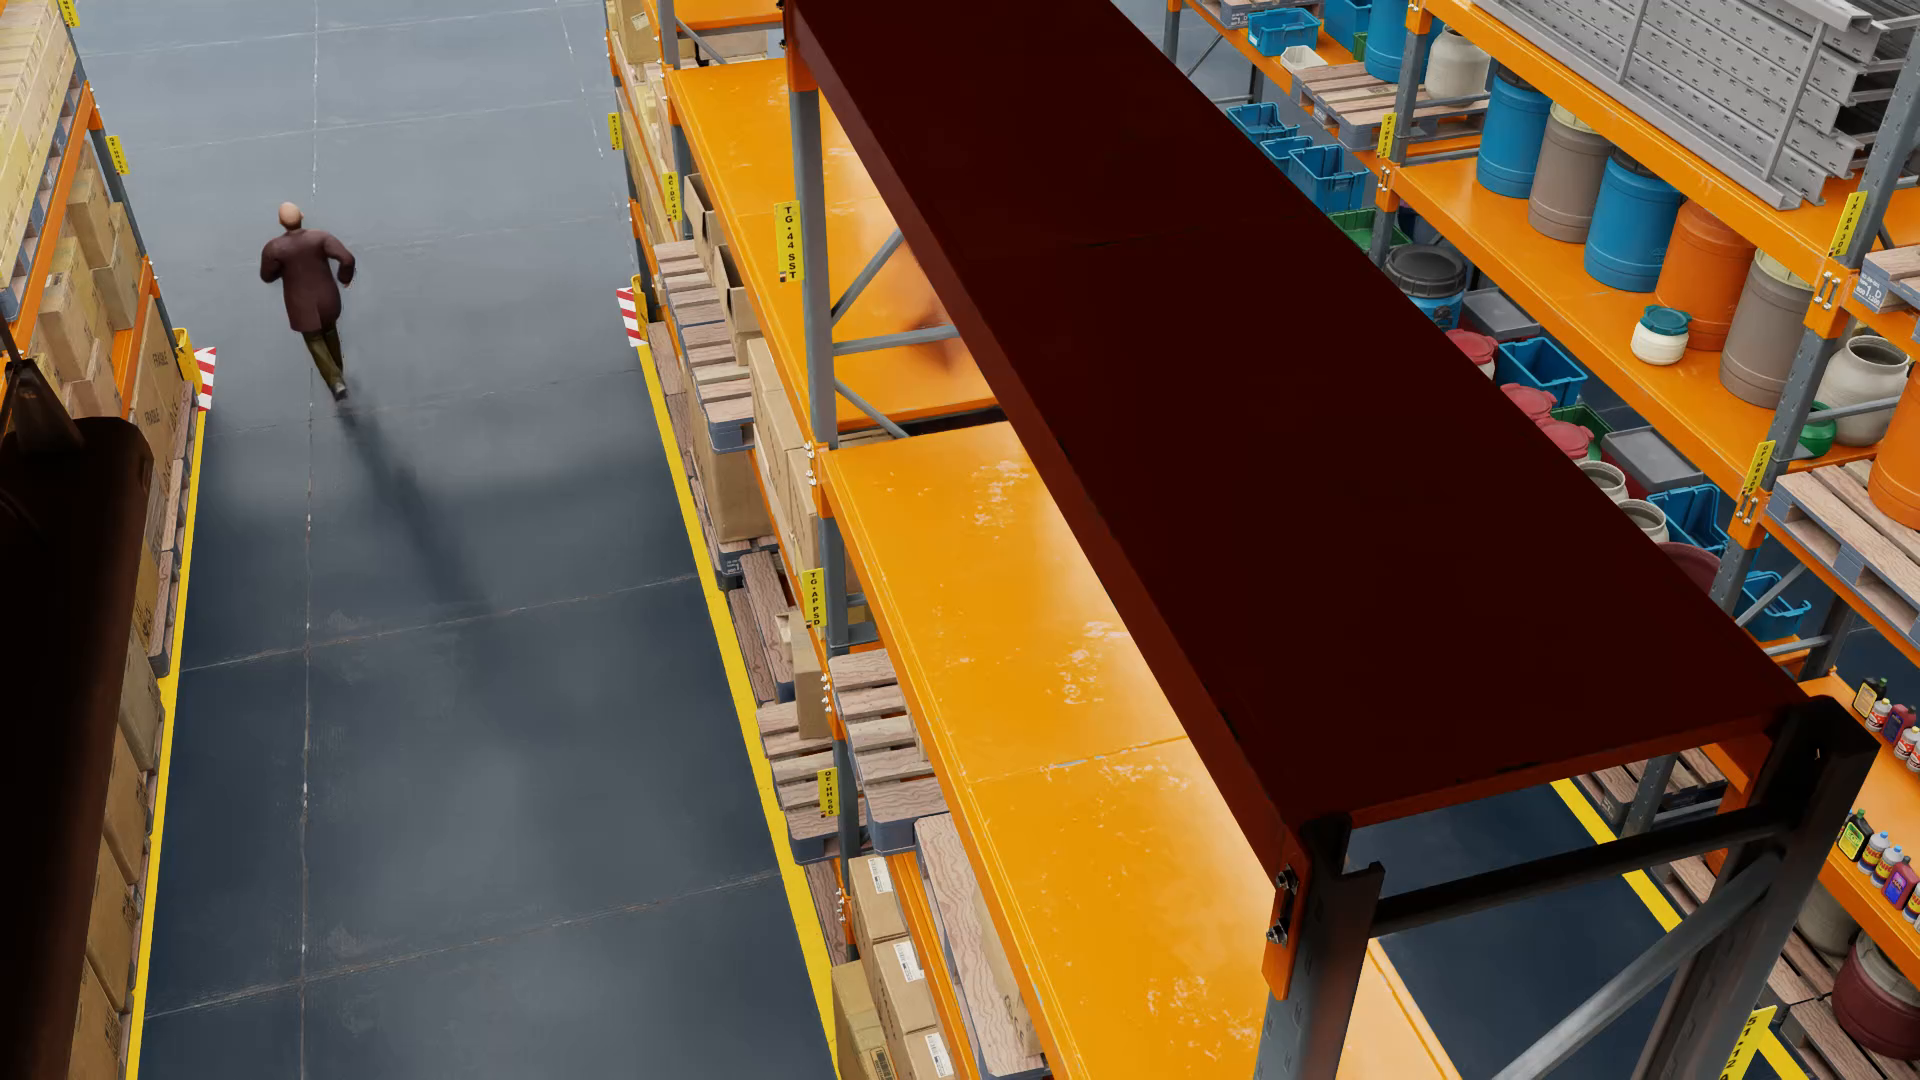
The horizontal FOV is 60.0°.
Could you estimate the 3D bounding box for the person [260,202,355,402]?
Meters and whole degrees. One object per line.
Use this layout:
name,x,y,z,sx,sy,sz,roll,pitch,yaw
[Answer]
person,-5.392,-2.001,13.906,0.722,1.778,0.994,-22,43,-25

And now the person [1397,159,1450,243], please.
person,4.236,-3.122,15.479,0.503,1.617,0.682,-15,41,-18
